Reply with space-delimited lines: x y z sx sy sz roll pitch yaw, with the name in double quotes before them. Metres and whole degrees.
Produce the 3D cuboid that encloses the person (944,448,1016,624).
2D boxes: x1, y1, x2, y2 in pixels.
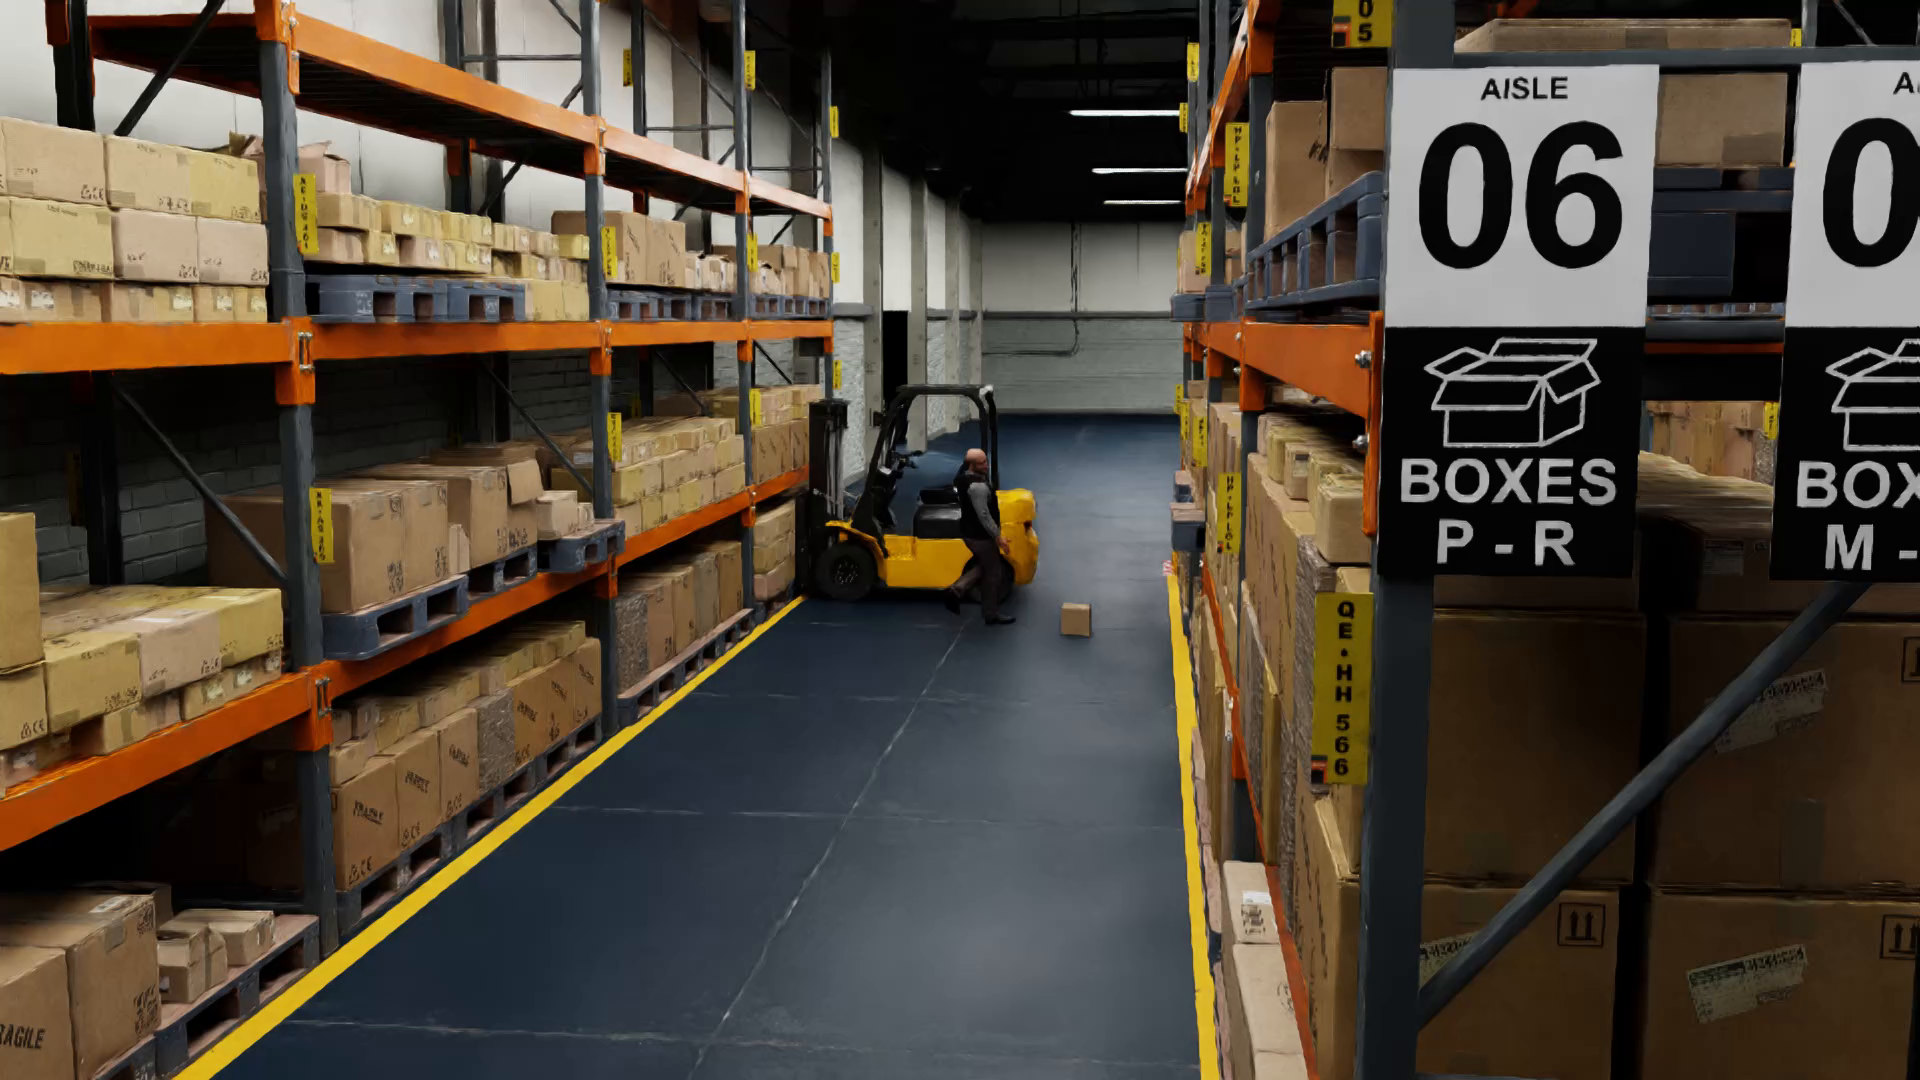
"person" 0.221 -0.032 15.312 0.672 1.671 0.745 -2 8 -17
